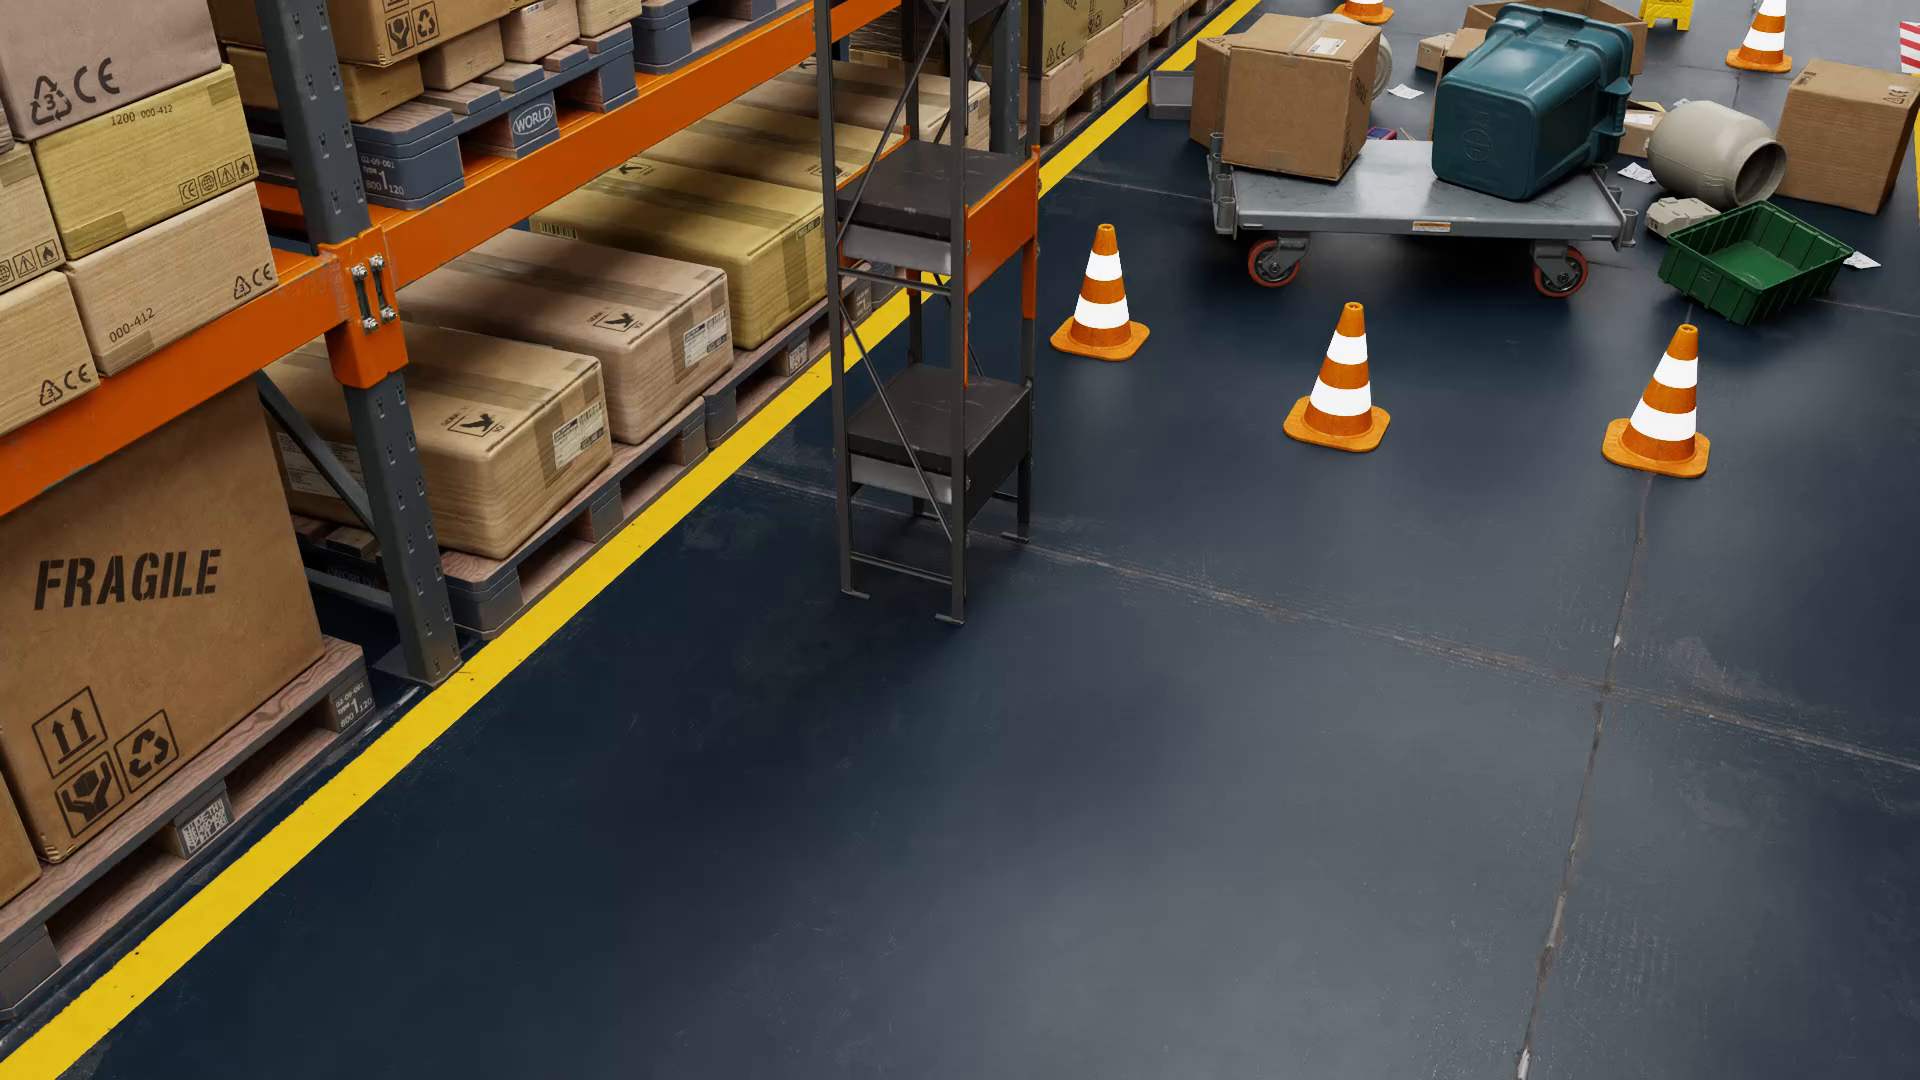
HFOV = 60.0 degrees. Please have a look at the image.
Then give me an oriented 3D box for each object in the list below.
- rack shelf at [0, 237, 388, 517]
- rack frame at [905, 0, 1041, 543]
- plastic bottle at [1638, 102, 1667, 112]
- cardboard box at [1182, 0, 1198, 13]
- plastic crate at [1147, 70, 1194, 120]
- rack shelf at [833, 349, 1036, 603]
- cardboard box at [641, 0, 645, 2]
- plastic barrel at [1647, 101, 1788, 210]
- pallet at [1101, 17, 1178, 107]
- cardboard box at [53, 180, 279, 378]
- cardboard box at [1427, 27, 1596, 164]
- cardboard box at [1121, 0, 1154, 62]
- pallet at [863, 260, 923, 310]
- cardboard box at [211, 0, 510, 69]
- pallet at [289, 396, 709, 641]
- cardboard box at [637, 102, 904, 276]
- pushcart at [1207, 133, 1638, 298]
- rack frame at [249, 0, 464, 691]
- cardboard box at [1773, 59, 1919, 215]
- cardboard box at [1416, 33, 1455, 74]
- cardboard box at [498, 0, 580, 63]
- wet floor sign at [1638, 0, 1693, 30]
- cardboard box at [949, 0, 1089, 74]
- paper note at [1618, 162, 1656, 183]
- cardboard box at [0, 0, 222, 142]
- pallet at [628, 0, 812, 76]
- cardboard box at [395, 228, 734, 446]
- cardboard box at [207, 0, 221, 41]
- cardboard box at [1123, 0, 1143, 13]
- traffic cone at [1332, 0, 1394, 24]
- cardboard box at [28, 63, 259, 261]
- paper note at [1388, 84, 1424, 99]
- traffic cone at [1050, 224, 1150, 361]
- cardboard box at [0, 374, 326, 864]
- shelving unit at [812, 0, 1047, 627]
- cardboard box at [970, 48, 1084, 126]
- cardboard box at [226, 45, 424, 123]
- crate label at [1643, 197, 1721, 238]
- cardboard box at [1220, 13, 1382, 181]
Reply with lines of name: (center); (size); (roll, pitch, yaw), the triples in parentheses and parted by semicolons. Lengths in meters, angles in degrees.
rack shelf: (-2.721, 0.315, 2.690); (1.077, 0.370, 4.000); (14, 36, 20)
rack frame: (0.033, -0.917, 4.734); (0.400, 2.100, 0.015); (14, 36, 20)
plastic bottle: (3.543, -2.166, 8.497); (0.133, 0.061, 0.283); (3, 33, 4)
cardboard box: (1.146, -3.271, 9.628); (0.500, 0.250, 0.500); (14, 36, 21)
plastic crate: (1.191, -2.347, 8.756); (0.402, 0.080, 0.583); (3, 33, 4)
rack shelf: (-0.069, -0.199, 4.940); (0.431, 0.518, 0.480); (14, 36, 20)
cardboard box: (-1.110, -1.700, 4.954); (0.380, 0.149, 0.250); (16, 37, 23)
plastic barrel: (3.409, -1.728, 7.499); (0.421, 0.421, 0.512); (-15, 36, -21)
pallet: (0.548, -2.760, 9.267); (1.003, 0.211, 1.213); (14, 36, 20)
cardboard box: (-1.860, -0.608, 3.578); (0.500, 0.250, 0.500); (13, 35, 19)
cardboard box: (2.644, -2.056, 7.802); (0.797, 0.637, 0.503); (14, 36, 20)
cardboard box: (0.714, -2.765, 8.856); (0.500, 0.250, 0.500); (14, 36, 20)
pallet: (-0.535, -1.420, 7.223); (1.003, 0.211, 1.213); (14, 36, 20)
cardboard box: (-1.485, -1.495, 4.048); (0.500, 0.500, 0.500); (13, 35, 19)
pallet: (-1.555, -0.204, 5.369); (1.003, 0.211, 1.213); (14, 36, 20)
cardboard box: (-0.725, -1.430, 6.709); (0.950, 0.372, 0.625); (16, 37, 23)
pushcart: (1.882, -1.379, 7.009); (1.648, 0.377, 0.936); (3, 33, 4)
rack frame: (-1.884, -0.982, 4.012); (1.000, 3.000, 0.127); (14, 36, 20)
cardboard box: (4.045, -1.853, 7.618); (0.500, 0.500, 0.500); (21, 39, 28)
cardboard box: (2.750, -2.658, 9.168); (0.250, 0.149, 0.380); (-21, 39, -29)
cardboard box: (-1.274, -1.430, 4.542); (0.380, 0.149, 0.250); (12, 35, 17)
wet floor sign: (4.215, -3.365, 9.793); (0.267, 0.644, 0.232); (8, 34, 12)
cardboard box: (0.282, -2.545, 7.837); (0.500, 0.500, 0.500); (16, 36, 23)
paper note: (3.234, -1.740, 7.883); (0.172, 0.023, 0.155); (29, 43, 36)
cardboard box: (-1.862, -1.124, 3.226); (0.500, 0.500, 0.500); (13, 35, 19)
pallet: (-1.093, -1.897, 5.582); (1.003, 0.211, 1.213); (14, 36, 20)
cardboard box: (-1.337, -0.707, 5.606); (0.950, 0.372, 0.625); (13, 36, 20)
cardboard box: (-1.946, -1.614, 4.230); (0.500, 0.500, 0.500); (13, 35, 19)
cardboard box: (0.714, -3.072, 8.641); (0.500, 0.500, 0.500); (16, 37, 23)
traffic cone: (2.455, -3.395, 10.006); (0.336, 0.463, 0.334); (14, 36, 20)
cardboard box: (-1.856, -0.829, 3.459); (0.500, 0.250, 0.500); (14, 36, 20)
paper note: (2.384, -2.404, 8.898); (0.148, 0.019, 0.142); (29, 43, 36)
traffic cone: (0.543, -0.974, 6.314); (0.336, 0.463, 0.334); (14, 36, 20)
cardboard box: (-2.248, 0.056, 3.983); (0.875, 0.875, 0.875); (14, 36, 20)
shelving unit: (-0.069, -0.796, 4.549); (0.431, 2.100, 0.503); (14, 36, 20)
cardboard box: (0.282, -2.232, 8.042); (0.500, 0.250, 0.500); (13, 35, 18)
cardboard box: (-1.579, -1.171, 4.147); (0.380, 0.149, 0.250); (12, 35, 18)
crate label: (3.152, -1.392, 7.248); (0.298, 0.136, 0.250); (-9, 34, -13)
cardboard box: (1.419, -1.852, 6.928); (0.500, 0.500, 0.500); (14, 36, 20)
